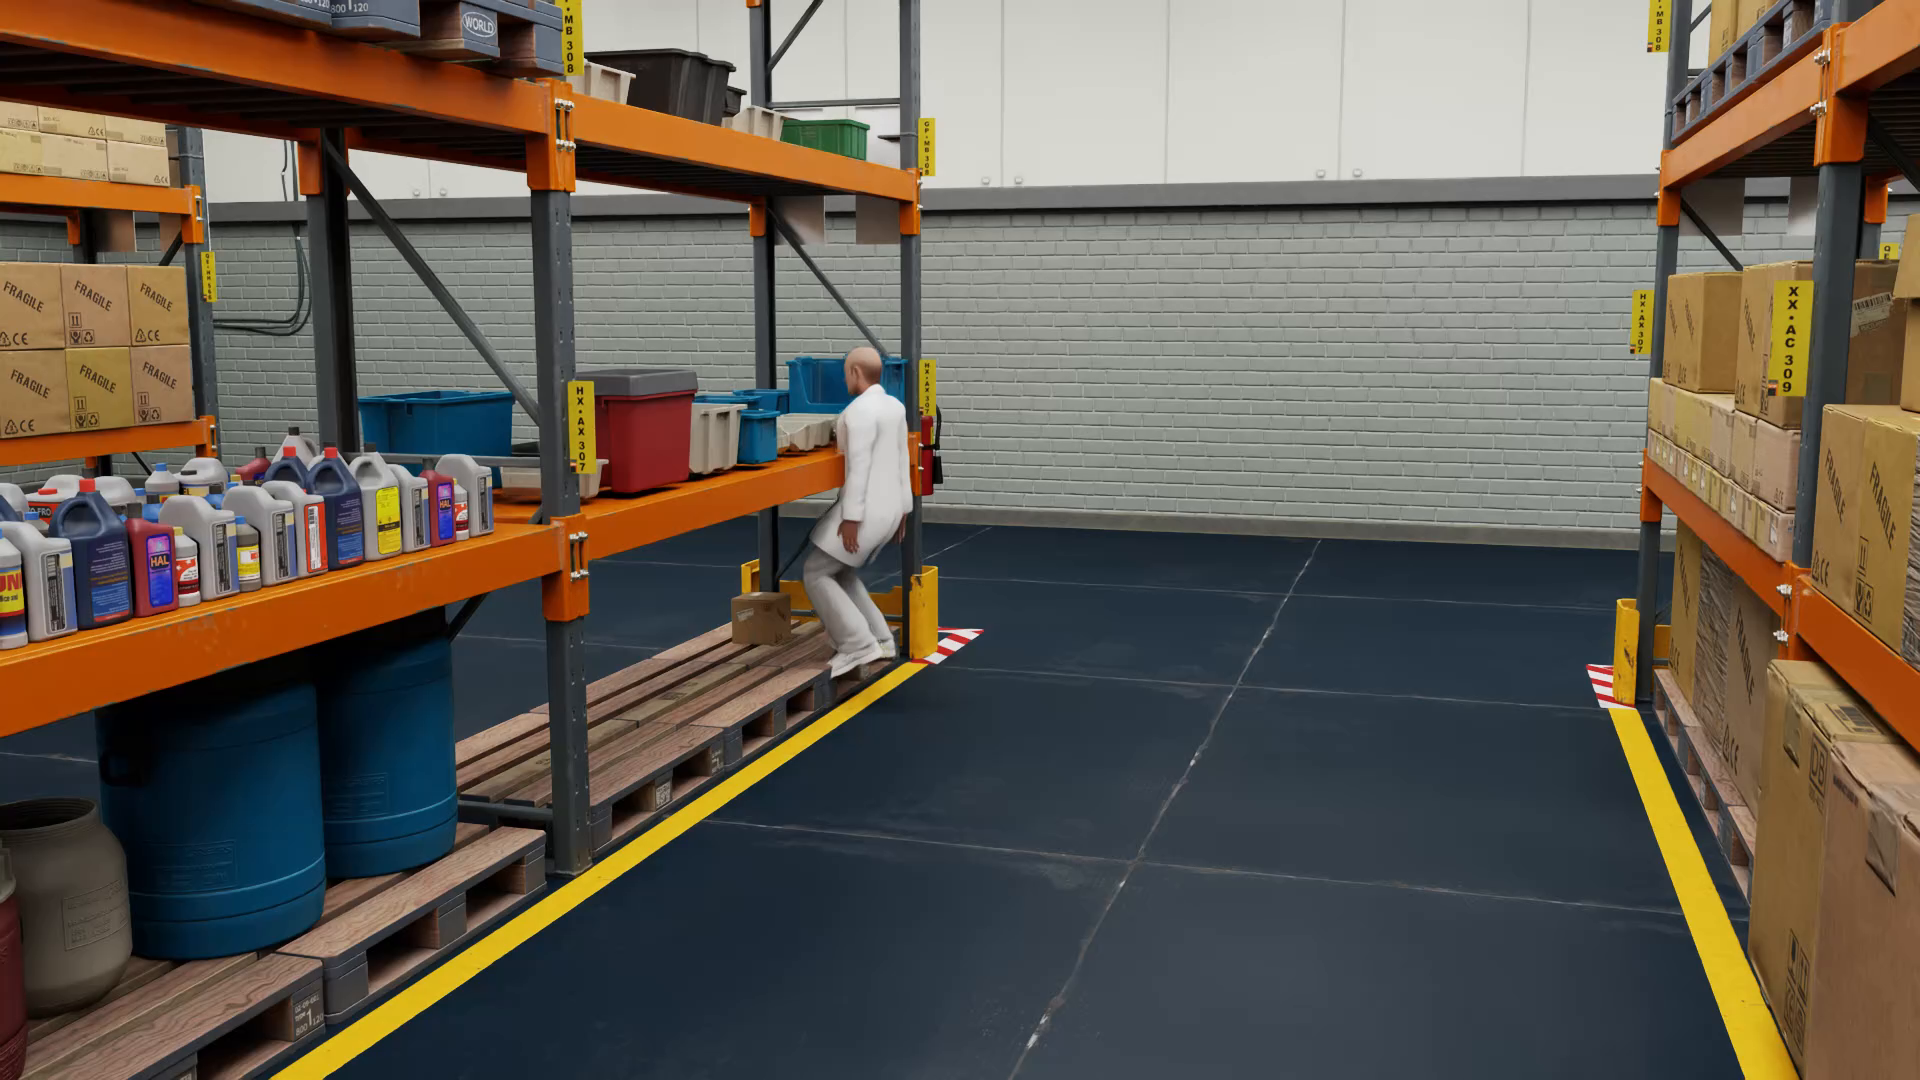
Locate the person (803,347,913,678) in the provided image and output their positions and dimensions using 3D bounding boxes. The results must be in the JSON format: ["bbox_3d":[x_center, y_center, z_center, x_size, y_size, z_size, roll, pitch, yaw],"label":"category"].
[{"bbox_3d":[-0.543,-0.158,8.747,0.459,1.708,0.618,3,9,21],"label":"person"}]
